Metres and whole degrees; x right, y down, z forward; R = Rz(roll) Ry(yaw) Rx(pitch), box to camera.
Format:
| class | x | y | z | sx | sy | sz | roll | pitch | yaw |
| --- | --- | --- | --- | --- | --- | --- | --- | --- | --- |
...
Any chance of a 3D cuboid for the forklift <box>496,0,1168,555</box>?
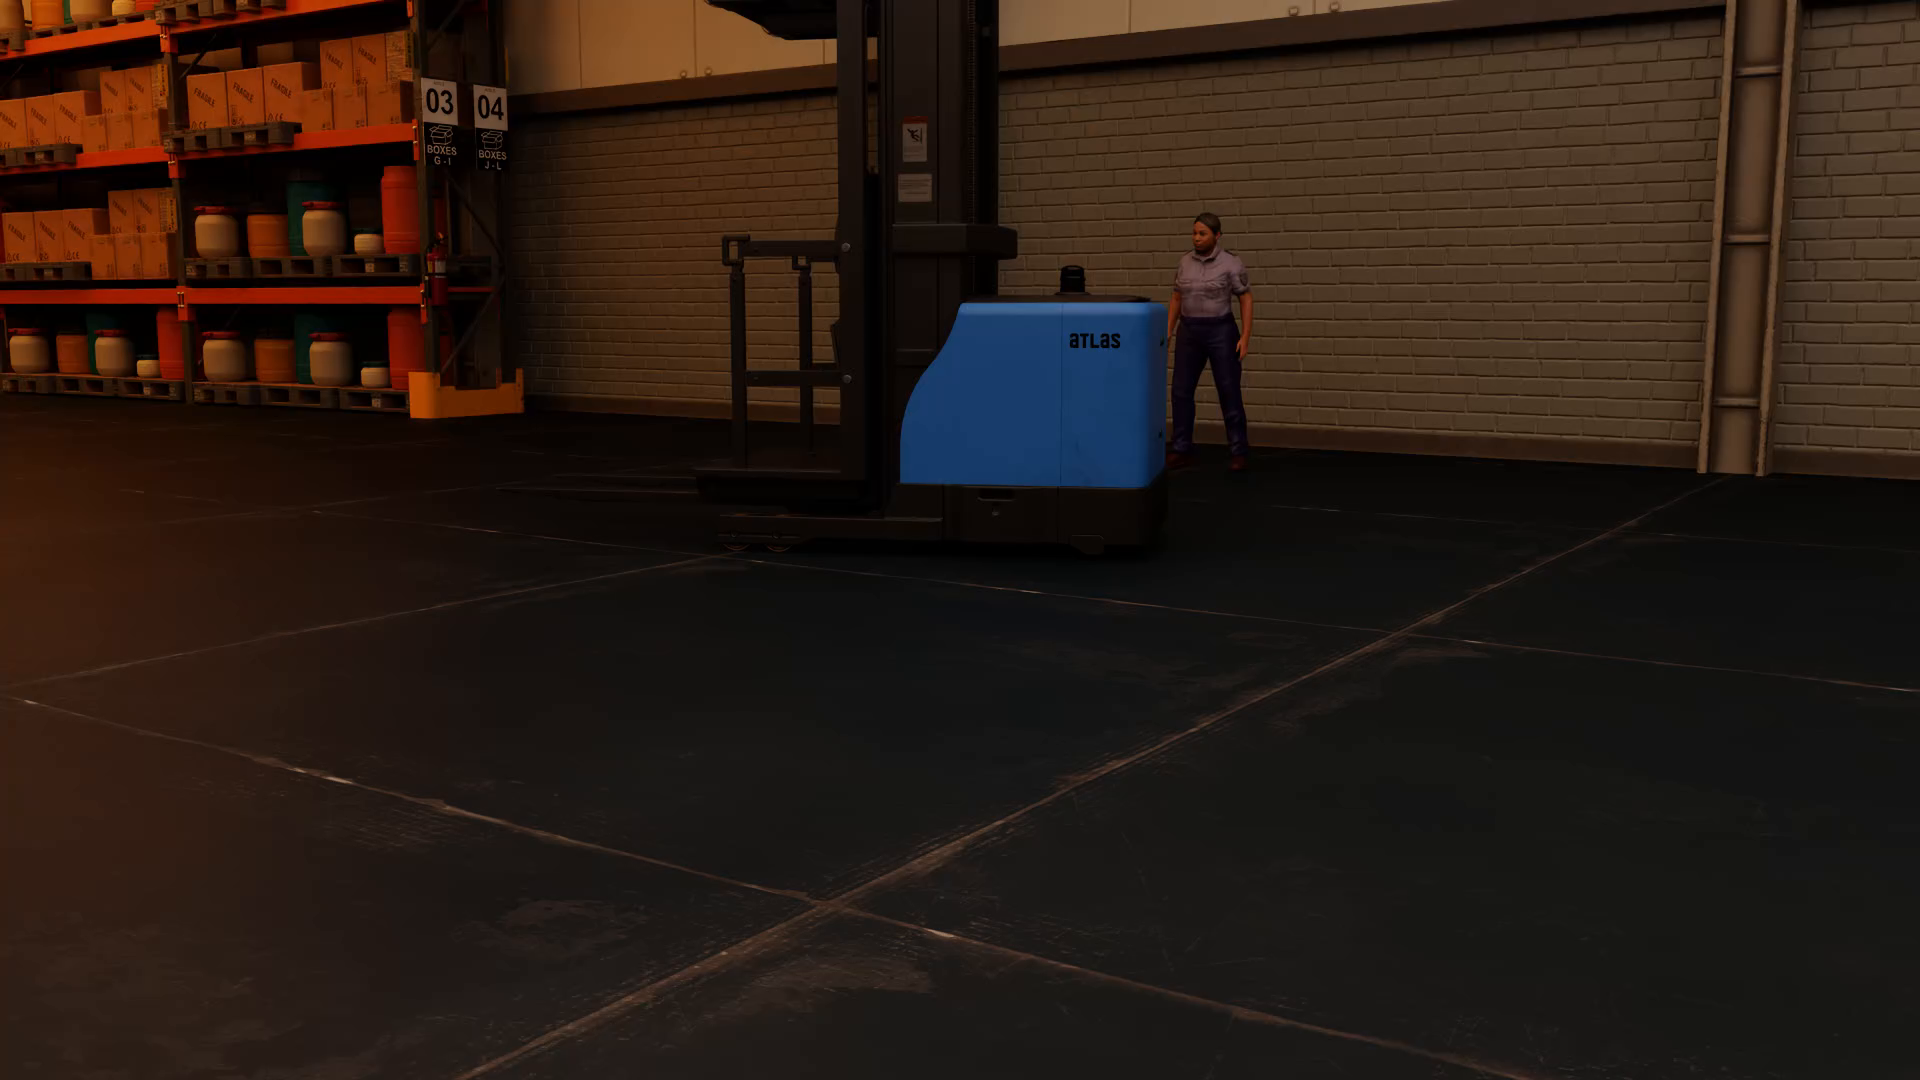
| class | x | y | z | sx | sy | sz | roll | pitch | yaw |
| --- | --- | --- | --- | --- | --- | --- | --- | --- | --- |
| forklift | -0.596 | -1.469 | 7.520 | 3.031 | 2.935 | 1.130 | 2 | 8 | 12 |

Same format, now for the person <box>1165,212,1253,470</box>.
| class | x | y | z | sx | sy | sz | roll | pitch | yaw |
| --- | --- | --- | --- | --- | --- | --- | --- | --- | --- |
| person | 1.622 | -1.291 | 10.846 | 0.626 | 1.657 | 0.430 | 5 | 9 | 31 |
